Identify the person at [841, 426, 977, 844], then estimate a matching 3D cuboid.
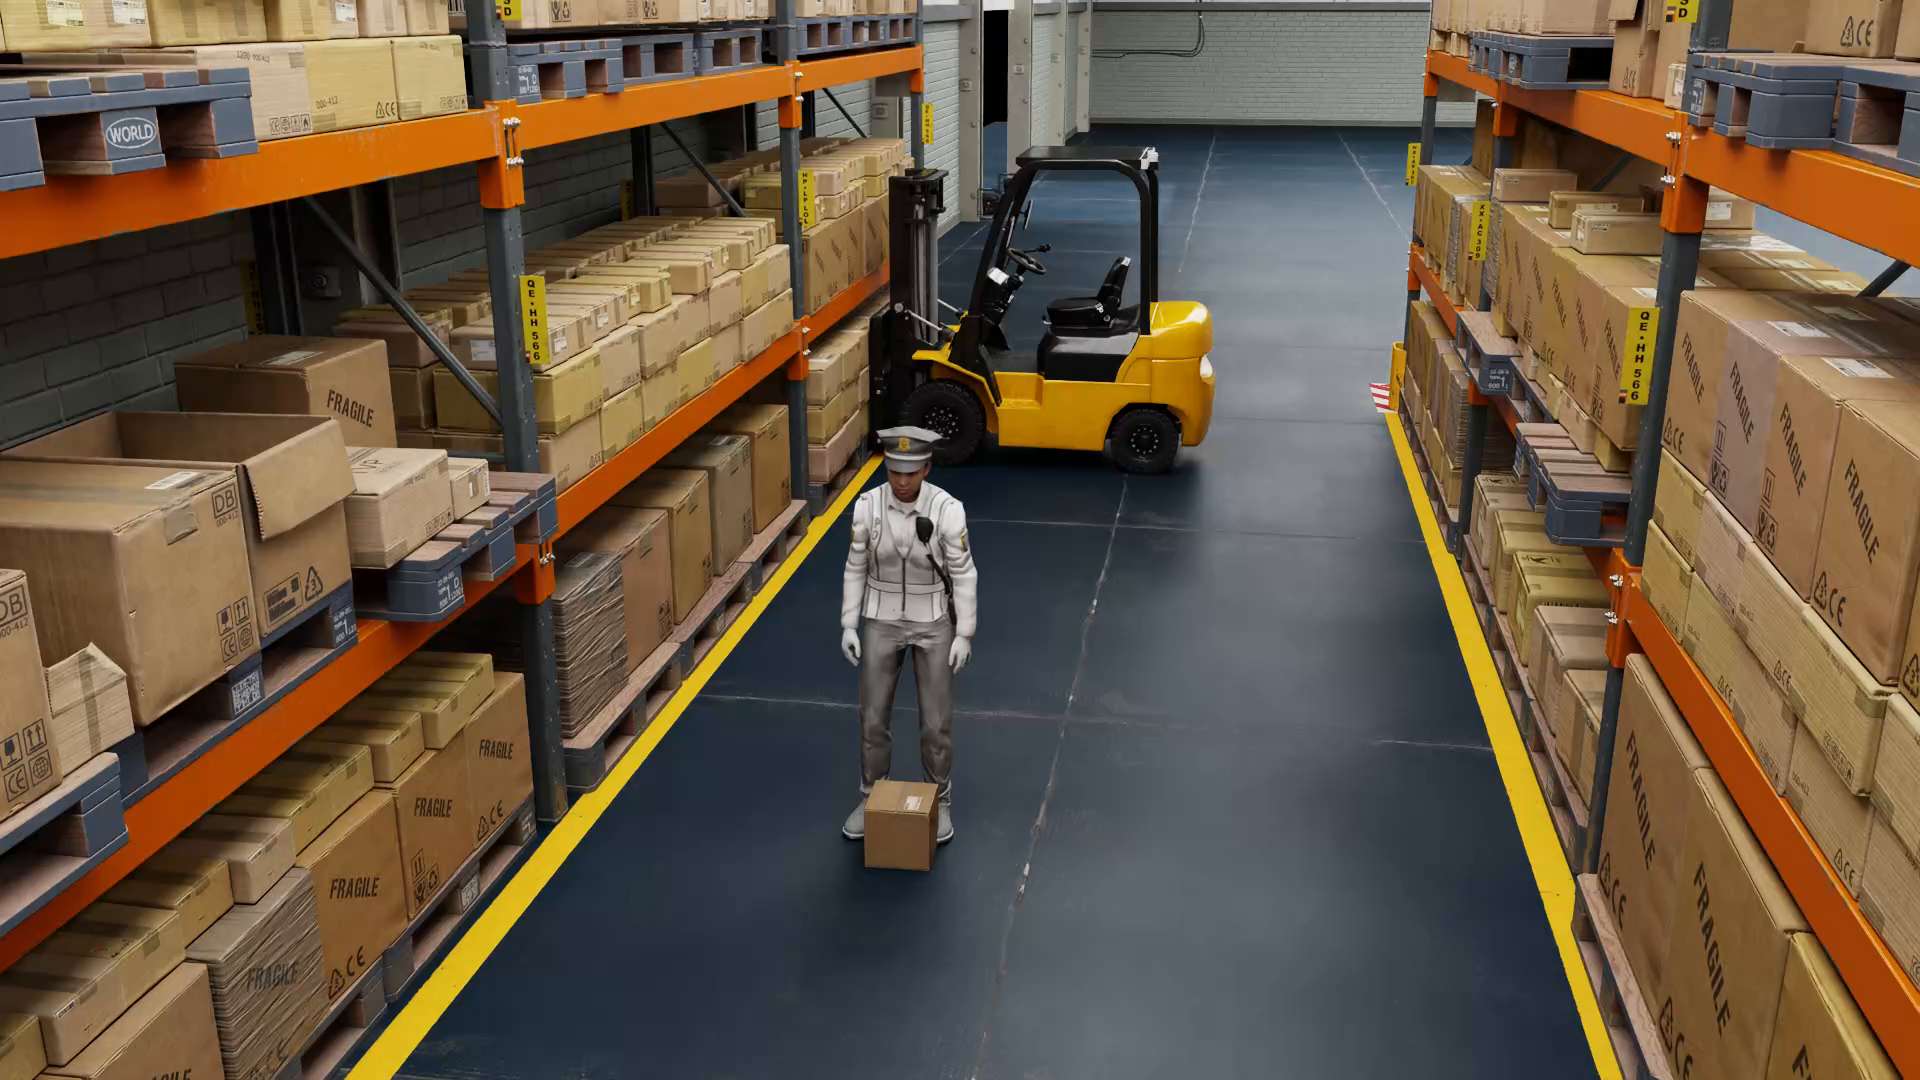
[{"bbox_3d":[-0.199,0.358,6.445,0.529,1.664,0.371,3,18,9],"label":"person"}]
